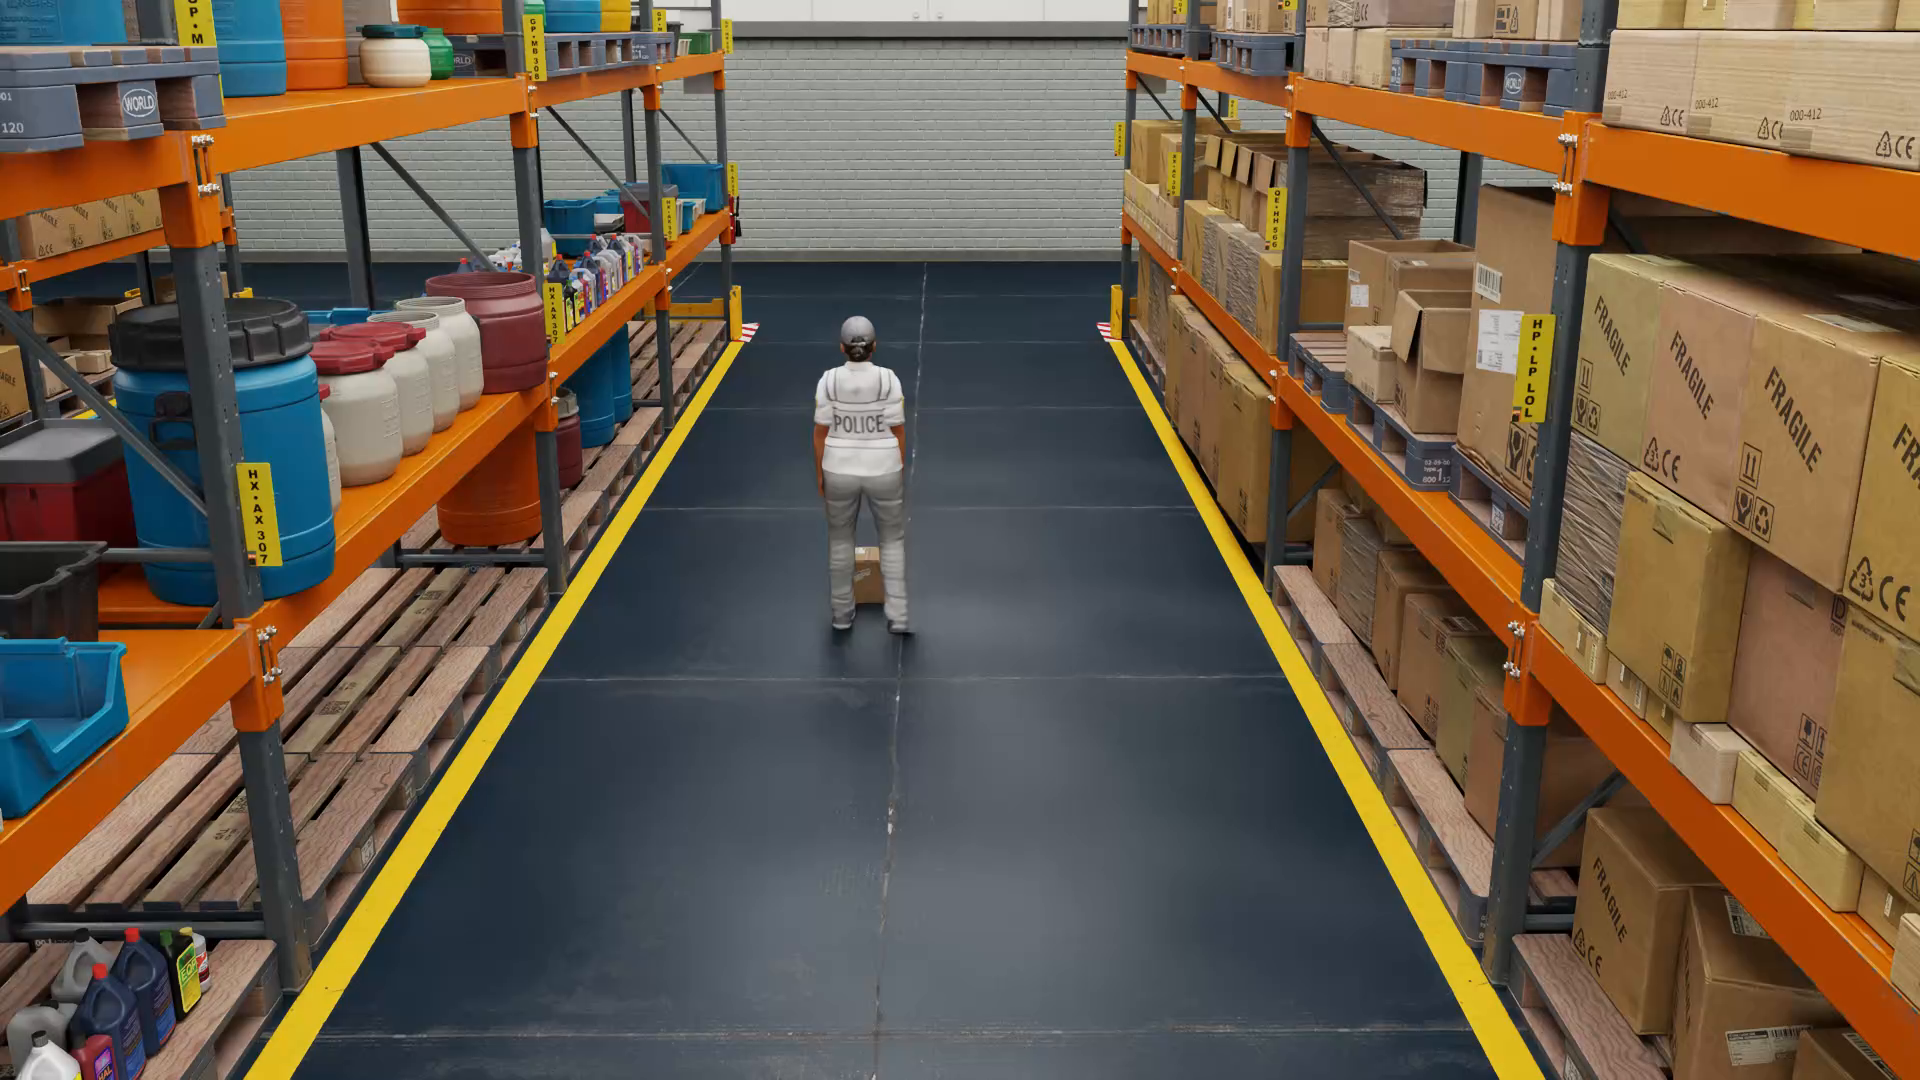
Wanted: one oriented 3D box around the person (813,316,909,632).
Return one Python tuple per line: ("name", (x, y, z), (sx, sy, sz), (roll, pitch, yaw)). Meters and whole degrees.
("person", (-0.509, -0.308, 8.642), (0.485, 1.721, 0.386), (0, 17, 0))
